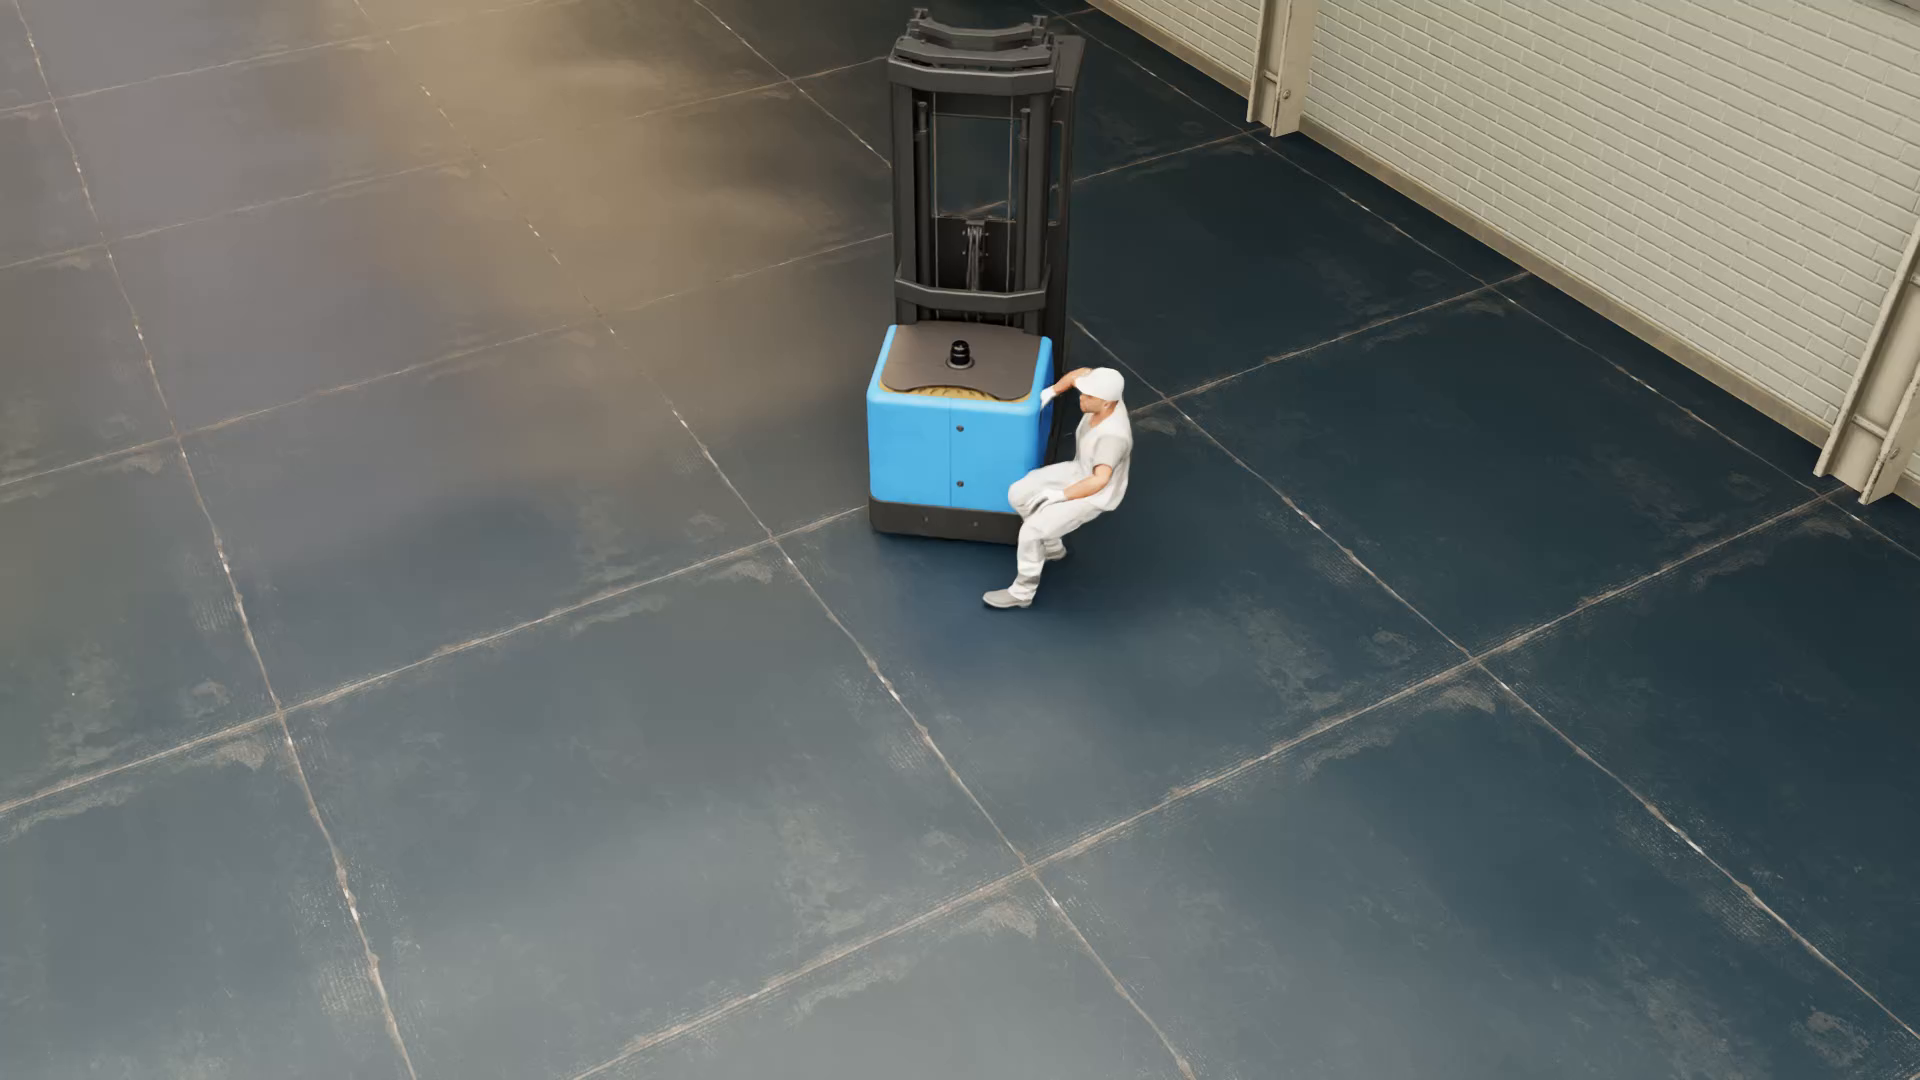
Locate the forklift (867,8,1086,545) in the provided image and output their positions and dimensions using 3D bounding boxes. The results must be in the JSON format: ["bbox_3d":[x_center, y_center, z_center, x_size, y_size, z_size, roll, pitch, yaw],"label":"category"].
[{"bbox_3d":[0.164,-2.038,10.493,1.130,2.935,3.031,5,40,6],"label":"forklift"}]

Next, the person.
[{"bbox_3d":[0.530,-0.339,9.528,0.860,1.564,1.133,-8,40,-9],"label":"person"}]
